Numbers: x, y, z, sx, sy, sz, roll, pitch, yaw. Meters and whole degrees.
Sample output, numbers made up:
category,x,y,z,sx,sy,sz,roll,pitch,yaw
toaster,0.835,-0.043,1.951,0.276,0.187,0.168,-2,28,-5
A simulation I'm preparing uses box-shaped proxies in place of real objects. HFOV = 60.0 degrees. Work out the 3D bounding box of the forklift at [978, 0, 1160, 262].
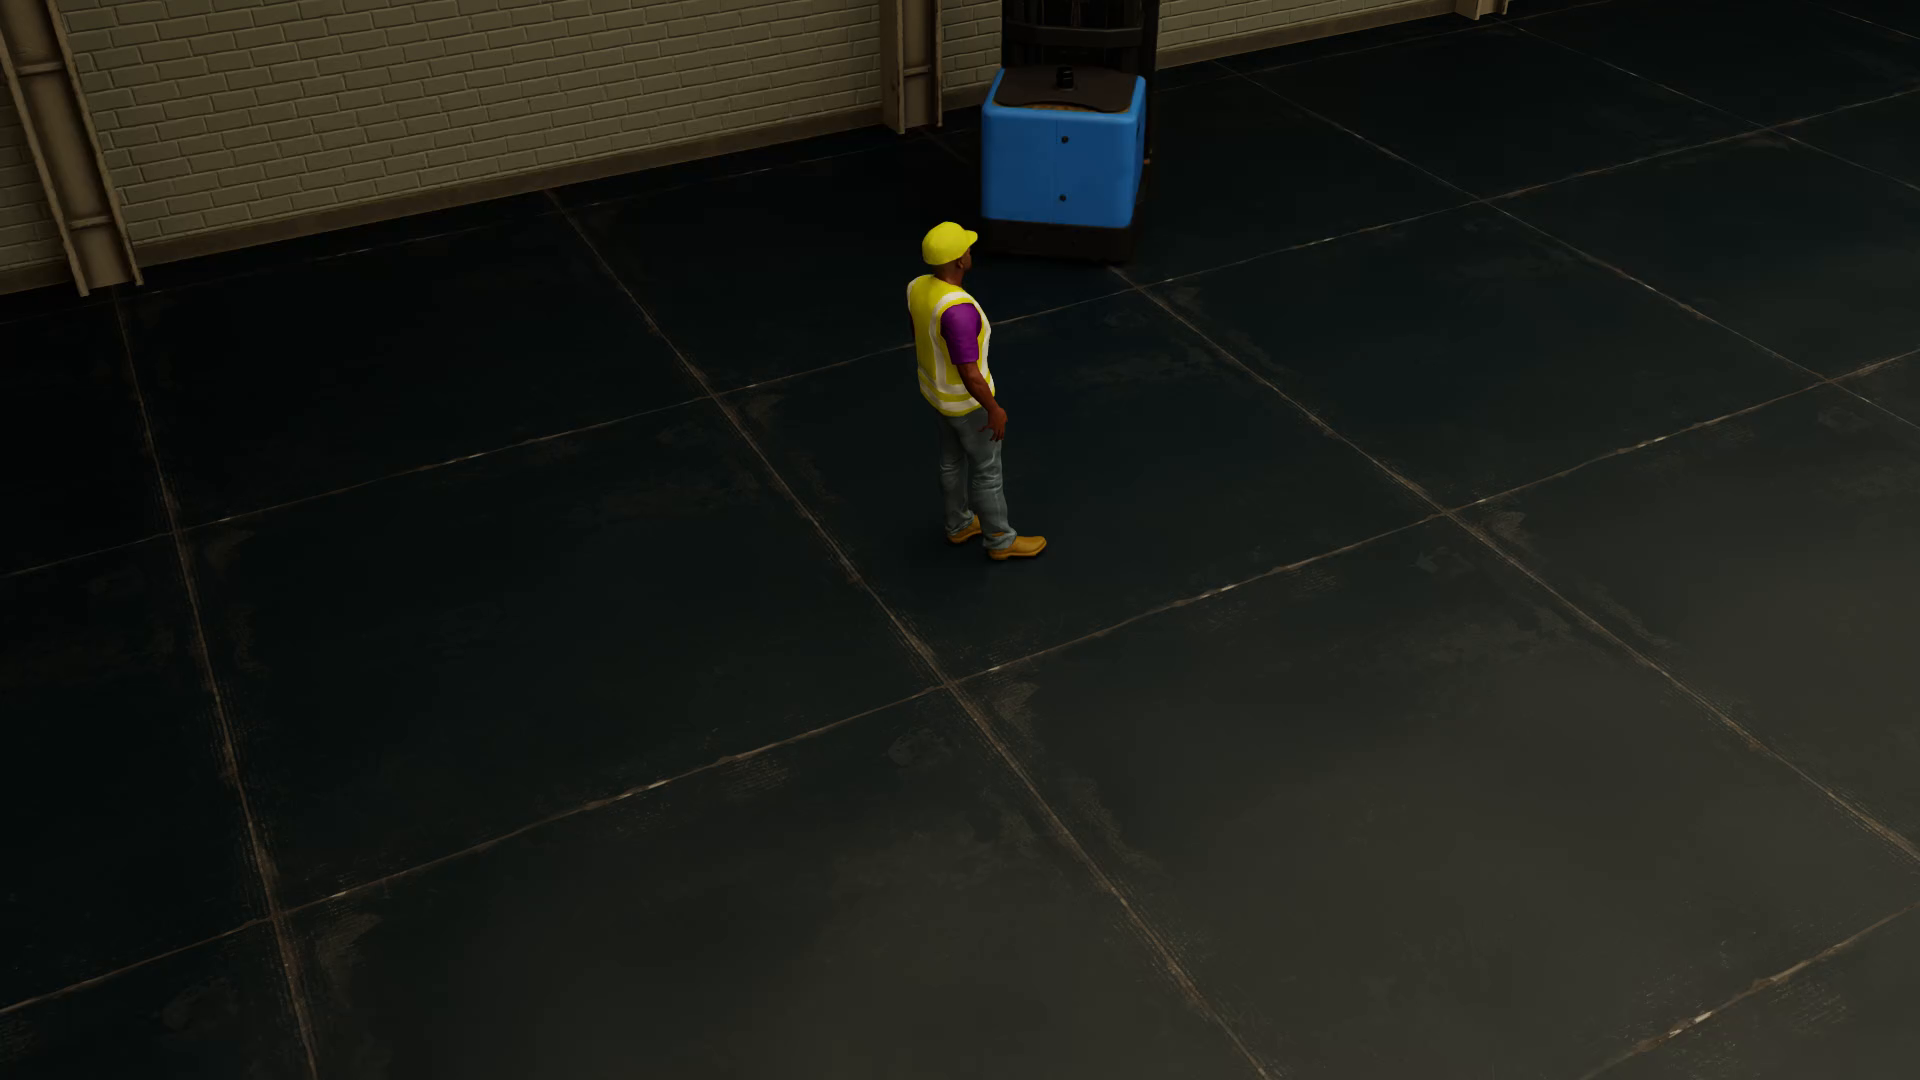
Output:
category,x,y,z,sx,sy,sz,roll,pitch,yaw
forklift,0.877,-3.914,11.660,1.130,2.935,3.031,6,36,8

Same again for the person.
category,x,y,z,sx,sy,sz,roll,pitch,yaw
person,0.064,-0.740,8.172,0.577,1.759,0.665,-17,39,-23
